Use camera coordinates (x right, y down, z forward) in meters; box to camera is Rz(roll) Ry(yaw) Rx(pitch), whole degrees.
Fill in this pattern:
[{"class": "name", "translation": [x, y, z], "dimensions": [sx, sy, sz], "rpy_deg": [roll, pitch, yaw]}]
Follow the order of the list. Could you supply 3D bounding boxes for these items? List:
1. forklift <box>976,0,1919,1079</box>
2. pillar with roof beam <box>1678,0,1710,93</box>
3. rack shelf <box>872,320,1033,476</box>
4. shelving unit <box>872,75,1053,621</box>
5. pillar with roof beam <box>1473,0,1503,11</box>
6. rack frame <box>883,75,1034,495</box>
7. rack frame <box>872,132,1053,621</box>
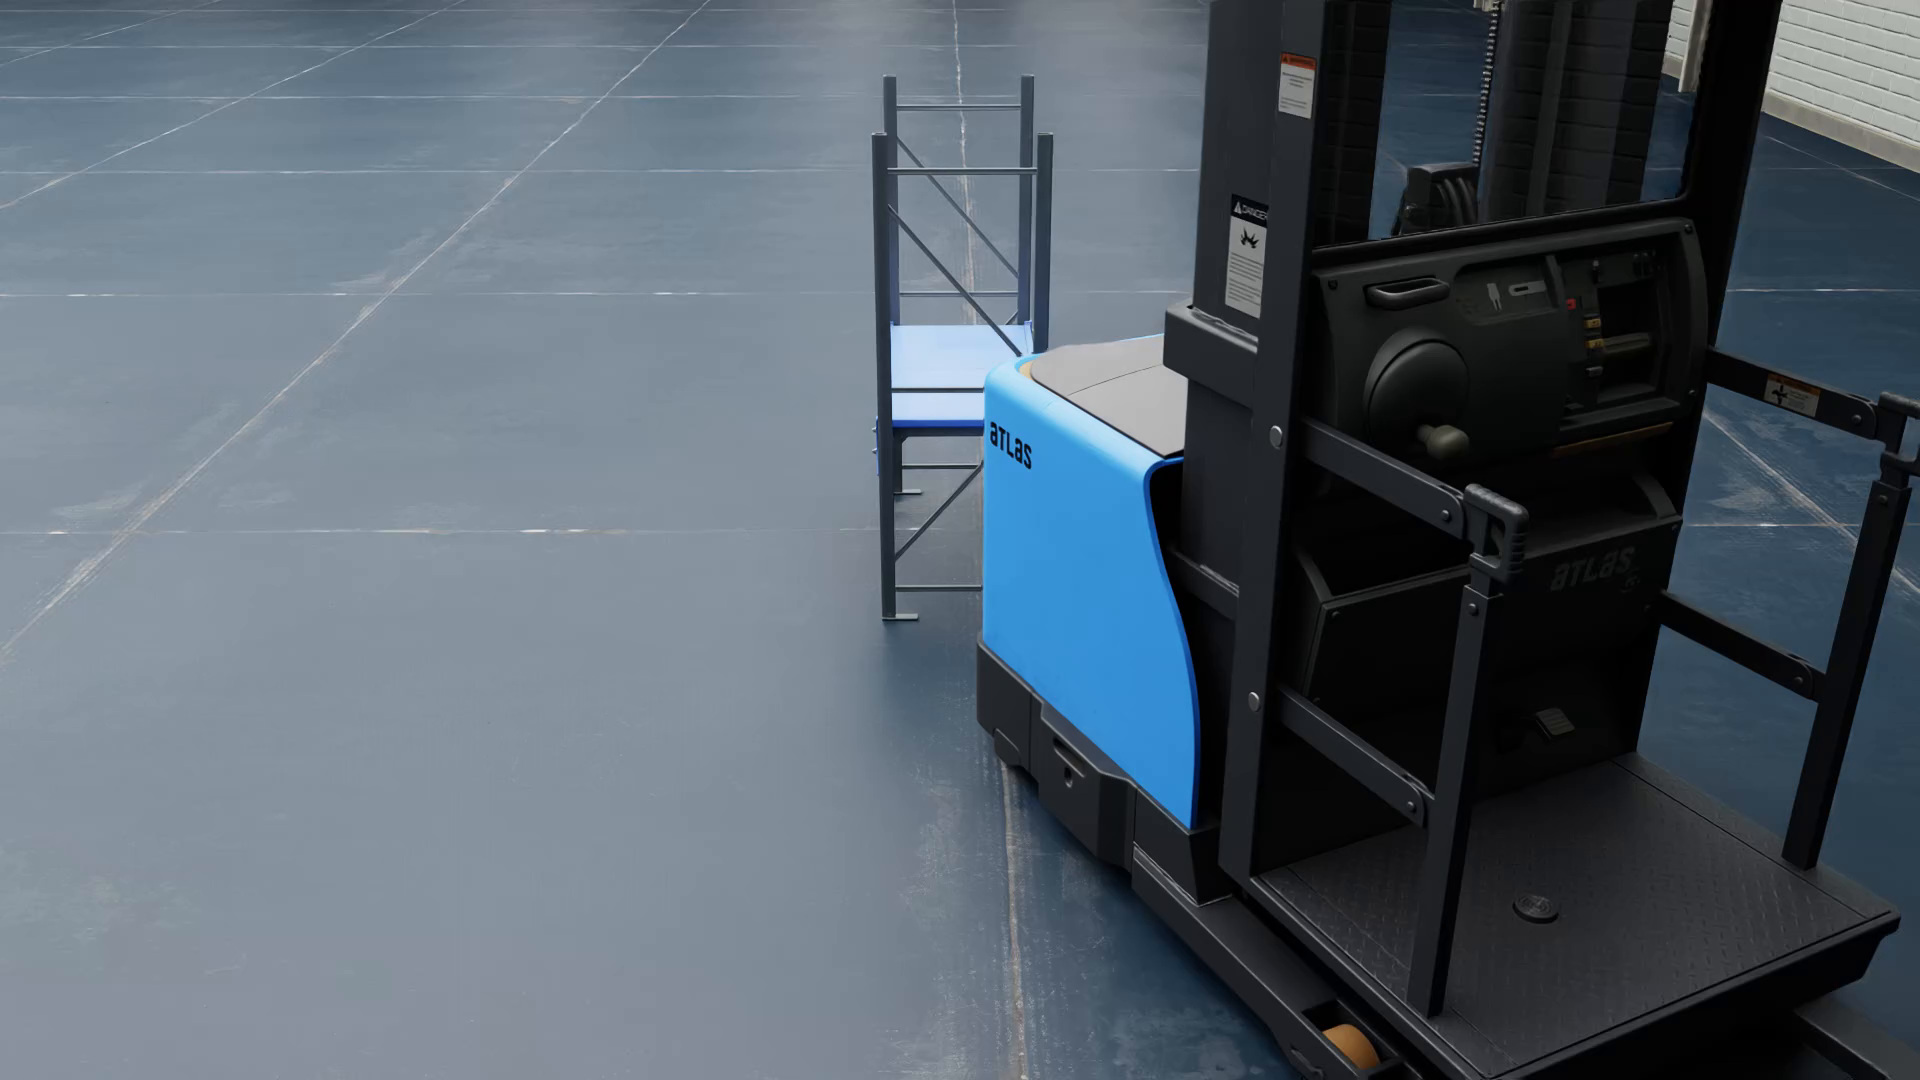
[{"class": "forklift", "translation": [1.159, -0.351, 2.969], "dimensions": [1.130, 2.935, 3.031], "rpy_deg": [-12, 27, -24]}, {"class": "pillar with roof beam", "translation": [2.012, -7.858, 12.204], "dimensions": [9.100, 9.000, 0.400], "rpy_deg": [0, 24, -1]}, {"class": "rack shelf", "translation": [0.001, -0.484, 5.437], "dimensions": [0.538, 0.185, 1.000], "rpy_deg": [0, 24, -1]}, {"class": "shelving unit", "translation": [0.001, -0.648, 5.363], "dimensions": [0.538, 1.500, 1.048], "rpy_deg": [0, 24, -1]}, {"class": "pillar with roof beam", "translation": [1.946, -10.330, 17.670], "dimensions": [9.100, 9.000, 0.400], "rpy_deg": [0, 24, -1]}, {"class": "rack frame", "translation": [-0.005, -0.858, 5.826], "dimensions": [0.500, 1.500, 0.032], "rpy_deg": [0, 24, -1]}, {"class": "rack frame", "translation": [0.006, -0.439, 4.900], "dimensions": [0.500, 1.500, 0.032], "rpy_deg": [0, 24, -1]}]
